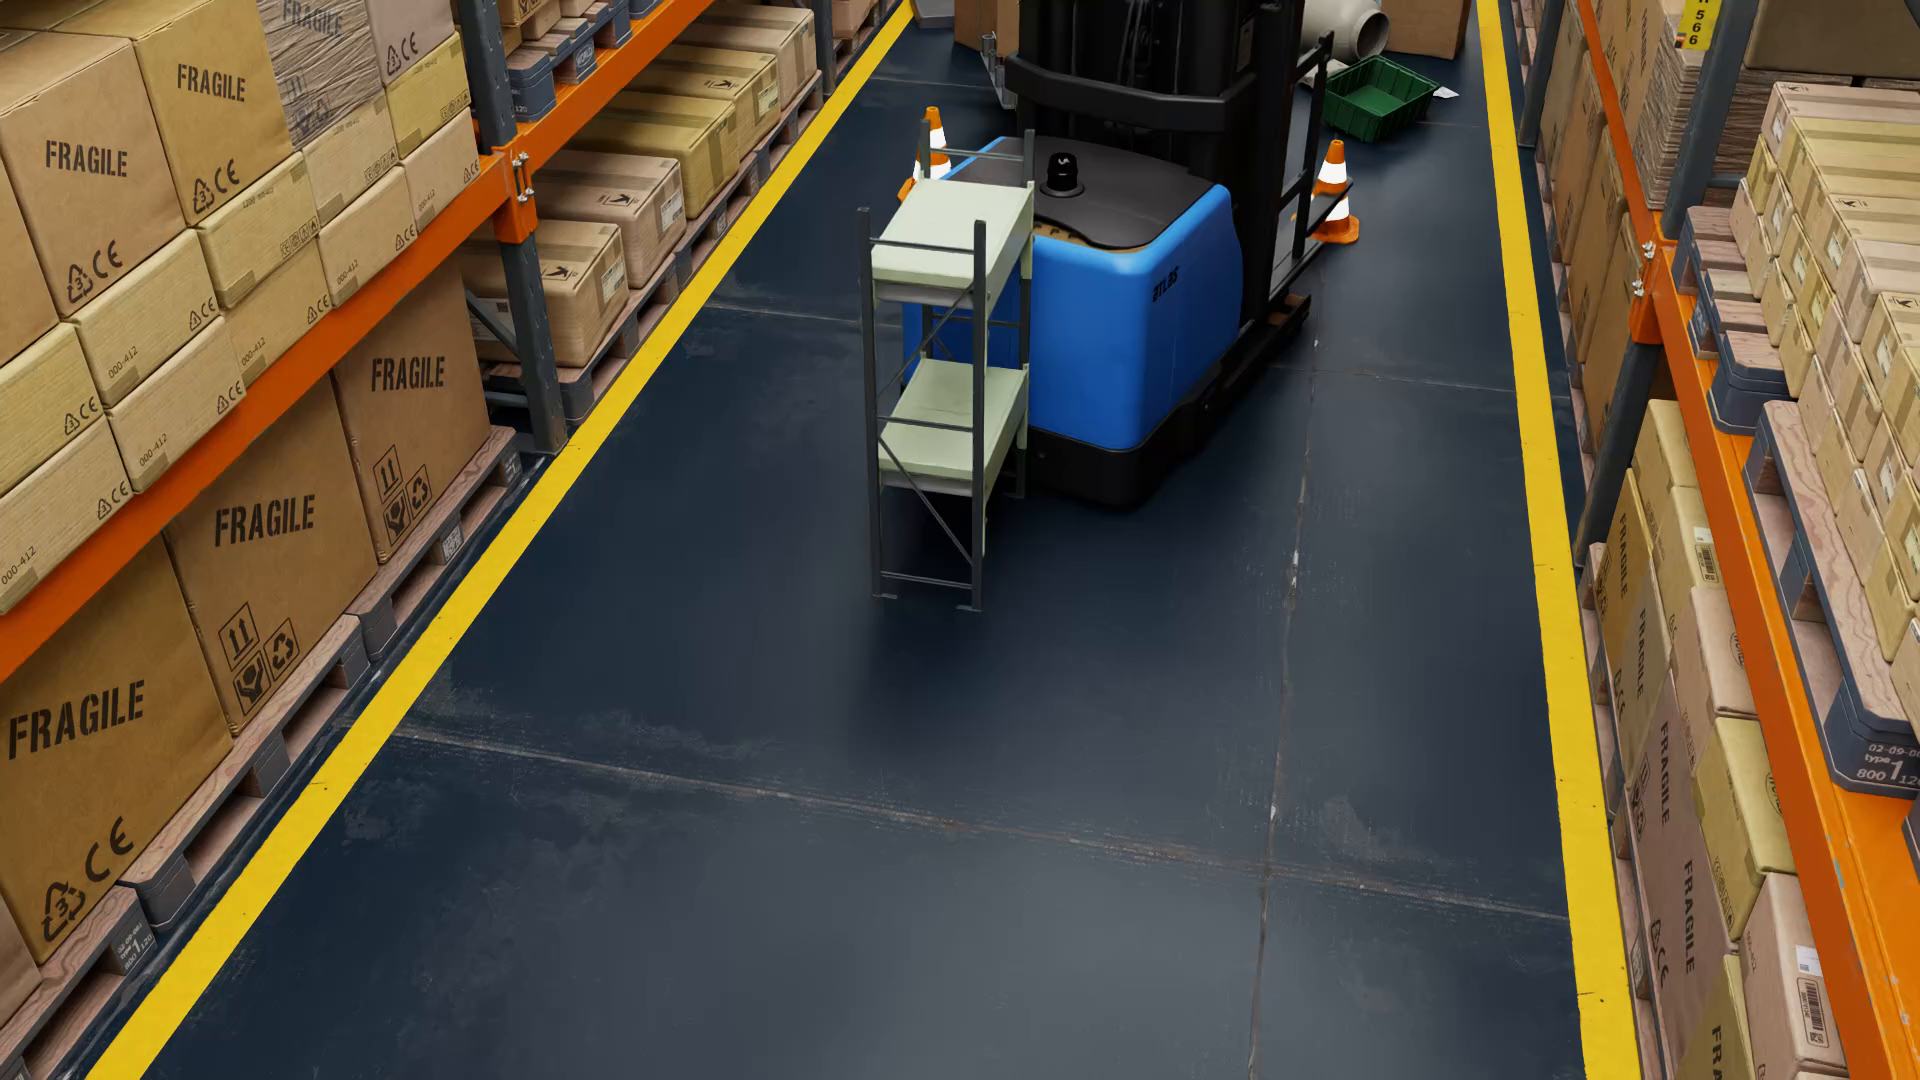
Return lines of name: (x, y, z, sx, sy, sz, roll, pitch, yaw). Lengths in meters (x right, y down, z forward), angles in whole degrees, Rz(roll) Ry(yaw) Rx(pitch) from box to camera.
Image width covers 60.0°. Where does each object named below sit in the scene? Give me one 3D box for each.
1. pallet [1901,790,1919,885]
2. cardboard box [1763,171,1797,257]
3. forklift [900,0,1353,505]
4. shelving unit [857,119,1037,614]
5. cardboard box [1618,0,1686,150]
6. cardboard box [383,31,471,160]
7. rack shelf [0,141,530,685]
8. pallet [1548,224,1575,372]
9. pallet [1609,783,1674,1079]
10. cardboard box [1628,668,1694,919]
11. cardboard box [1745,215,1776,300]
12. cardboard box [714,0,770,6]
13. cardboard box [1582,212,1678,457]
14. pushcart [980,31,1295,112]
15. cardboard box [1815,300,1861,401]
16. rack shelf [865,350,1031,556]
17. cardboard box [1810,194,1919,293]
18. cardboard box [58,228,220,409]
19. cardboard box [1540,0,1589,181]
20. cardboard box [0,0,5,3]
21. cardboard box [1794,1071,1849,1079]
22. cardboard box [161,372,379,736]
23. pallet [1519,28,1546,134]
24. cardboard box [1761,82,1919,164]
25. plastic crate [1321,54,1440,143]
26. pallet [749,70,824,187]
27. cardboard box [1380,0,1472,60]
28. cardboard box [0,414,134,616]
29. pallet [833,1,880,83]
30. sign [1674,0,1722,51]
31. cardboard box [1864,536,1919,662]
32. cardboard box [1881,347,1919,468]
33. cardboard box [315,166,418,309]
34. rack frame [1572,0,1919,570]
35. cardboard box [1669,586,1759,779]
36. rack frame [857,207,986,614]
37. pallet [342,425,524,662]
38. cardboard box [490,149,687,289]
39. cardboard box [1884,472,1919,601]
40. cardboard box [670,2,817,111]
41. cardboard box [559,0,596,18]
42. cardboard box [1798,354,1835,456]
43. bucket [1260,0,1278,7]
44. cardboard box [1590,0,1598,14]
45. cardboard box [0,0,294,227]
pallet: (2.207, 0.870, 2.657, 1.003, 0.211, 1.213, 7, 37, 10)
cardboard box: (2.401, -0.862, 4.486, 0.380, 0.149, 0.250, 9, 37, 12)
forklift: (0.936, -2.161, 6.734, 1.130, 2.935, 3.031, 19, 40, 24)
shelving unit: (-0.030, -0.589, 5.785, 0.431, 1.500, 0.755, 8, 37, 11)
cardboard box: (2.698, -1.699, 5.953, 0.500, 0.500, 0.500, 7, 37, 10)
cardboard box: (-1.956, -1.476, 5.432, 0.500, 0.250, 0.500, 7, 37, 10)
rack shelf: (-2.528, -0.206, 4.591, 1.077, 0.370, 4.000, 7, 37, 10)
pallet: (3.261, -1.092, 7.576, 1.003, 0.211, 1.213, 7, 37, 10)
pallet: (2.325, 1.193, 4.424, 1.003, 0.211, 1.213, 7, 37, 10)
cardboard box: (2.147, 0.718, 4.475, 0.500, 0.500, 0.500, 6, 36, 9)
cardboard box: (2.406, -0.764, 4.605, 0.380, 0.149, 0.250, 9, 37, 12)
cardboard box: (-1.383, -3.366, 10.323, 0.500, 0.250, 0.500, 9, 37, 12)
cardboard box: (2.974, -0.678, 6.188, 1.050, 0.750, 0.750, 7, 36, 9)
pushcart: (0.991, -2.618, 9.540, 1.648, 0.377, 0.936, -5, 36, -6)
cardboard box: (2.240, -0.421, 3.878, 0.380, 0.149, 0.250, 7, 37, 10)
rack shelf: (-0.030, -0.325, 5.976, 0.431, 0.370, 0.720, 8, 37, 11)
cardboard box: (2.300, -0.703, 4.013, 0.380, 0.149, 0.250, 6, 36, 8)
cardboard box: (-2.262, -0.587, 4.206, 0.500, 0.250, 0.500, 6, 36, 9)
cardboard box: (3.566, -2.266, 8.380, 1.050, 0.750, 0.750, 7, 37, 10)
cardboard box: (-2.667, -1.256, 4.490, 0.500, 0.500, 0.500, 8, 37, 11)
cardboard box: (1.814, 1.292, 3.044, 0.500, 0.250, 0.500, 6, 36, 9)
cardboard box: (-2.524, -0.057, 5.225, 0.875, 0.875, 0.875, 8, 37, 11)
pallet: (3.850, -2.671, 9.756, 1.003, 0.211, 1.213, 7, 37, 10)
cardboard box: (2.468, -1.147, 4.626, 0.380, 0.149, 0.250, 7, 37, 10)
plastic crate: (2.368, -2.523, 9.522, 0.450, 0.188, 0.662, 36, 48, 26)
pallet: (-1.411, -2.361, 9.328, 1.003, 0.211, 1.213, 7, 37, 10)
cardboard box: (2.940, -3.382, 10.488, 0.500, 0.500, 0.500, 14, 38, 18)
cardboard box: (-2.369, -0.097, 3.956, 0.500, 0.250, 0.500, 7, 37, 10)
pallet: (-1.138, -3.197, 10.481, 1.003, 0.211, 1.213, 7, 37, 10)
sign: (2.214, -1.617, 4.939, 0.100, 0.325, 0.005, 7, 37, 10)
cardboard box: (2.069, 0.144, 3.351, 0.380, 0.149, 0.250, 9, 37, 12)
cardboard box: (2.132, -0.253, 3.393, 0.380, 0.149, 0.250, 7, 36, 9)
cardboard box: (-2.049, -0.965, 5.154, 0.500, 0.250, 0.500, 8, 37, 11)
rack frame: (2.756, -1.081, 5.185, 1.000, 3.000, 0.127, 7, 37, 10)
cardboard box: (2.146, 0.395, 4.282, 0.500, 0.250, 0.500, 8, 37, 10)
rack frame: (-0.117, -0.381, 5.497, 0.400, 1.500, 0.023, 8, 37, 11)
pallet: (-2.343, -0.072, 6.169, 1.003, 0.211, 1.213, 7, 37, 10)
cardboard box: (-1.821, -1.496, 7.640, 0.950, 0.372, 0.625, 7, 36, 9)
cardboard box: (2.072, 0.014, 3.277, 0.380, 0.149, 0.250, 7, 37, 10)
cardboard box: (-1.356, -2.742, 9.358, 0.950, 0.372, 0.625, 8, 37, 11)
cardboard box: (-1.653, -2.184, 6.563, 0.380, 0.149, 0.250, 5, 36, 7)
cardboard box: (2.238, -0.302, 3.966, 0.380, 0.149, 0.250, 8, 37, 11)
bucket: (1.388, -3.031, 9.370, 0.726, 0.611, 0.620, 20, 51, 26)
cardboard box: (3.019, -2.571, 7.156, 0.500, 0.500, 0.500, 7, 37, 10)
cardboard box: (-2.170, -1.180, 4.385, 0.500, 0.500, 0.500, 7, 37, 10)
